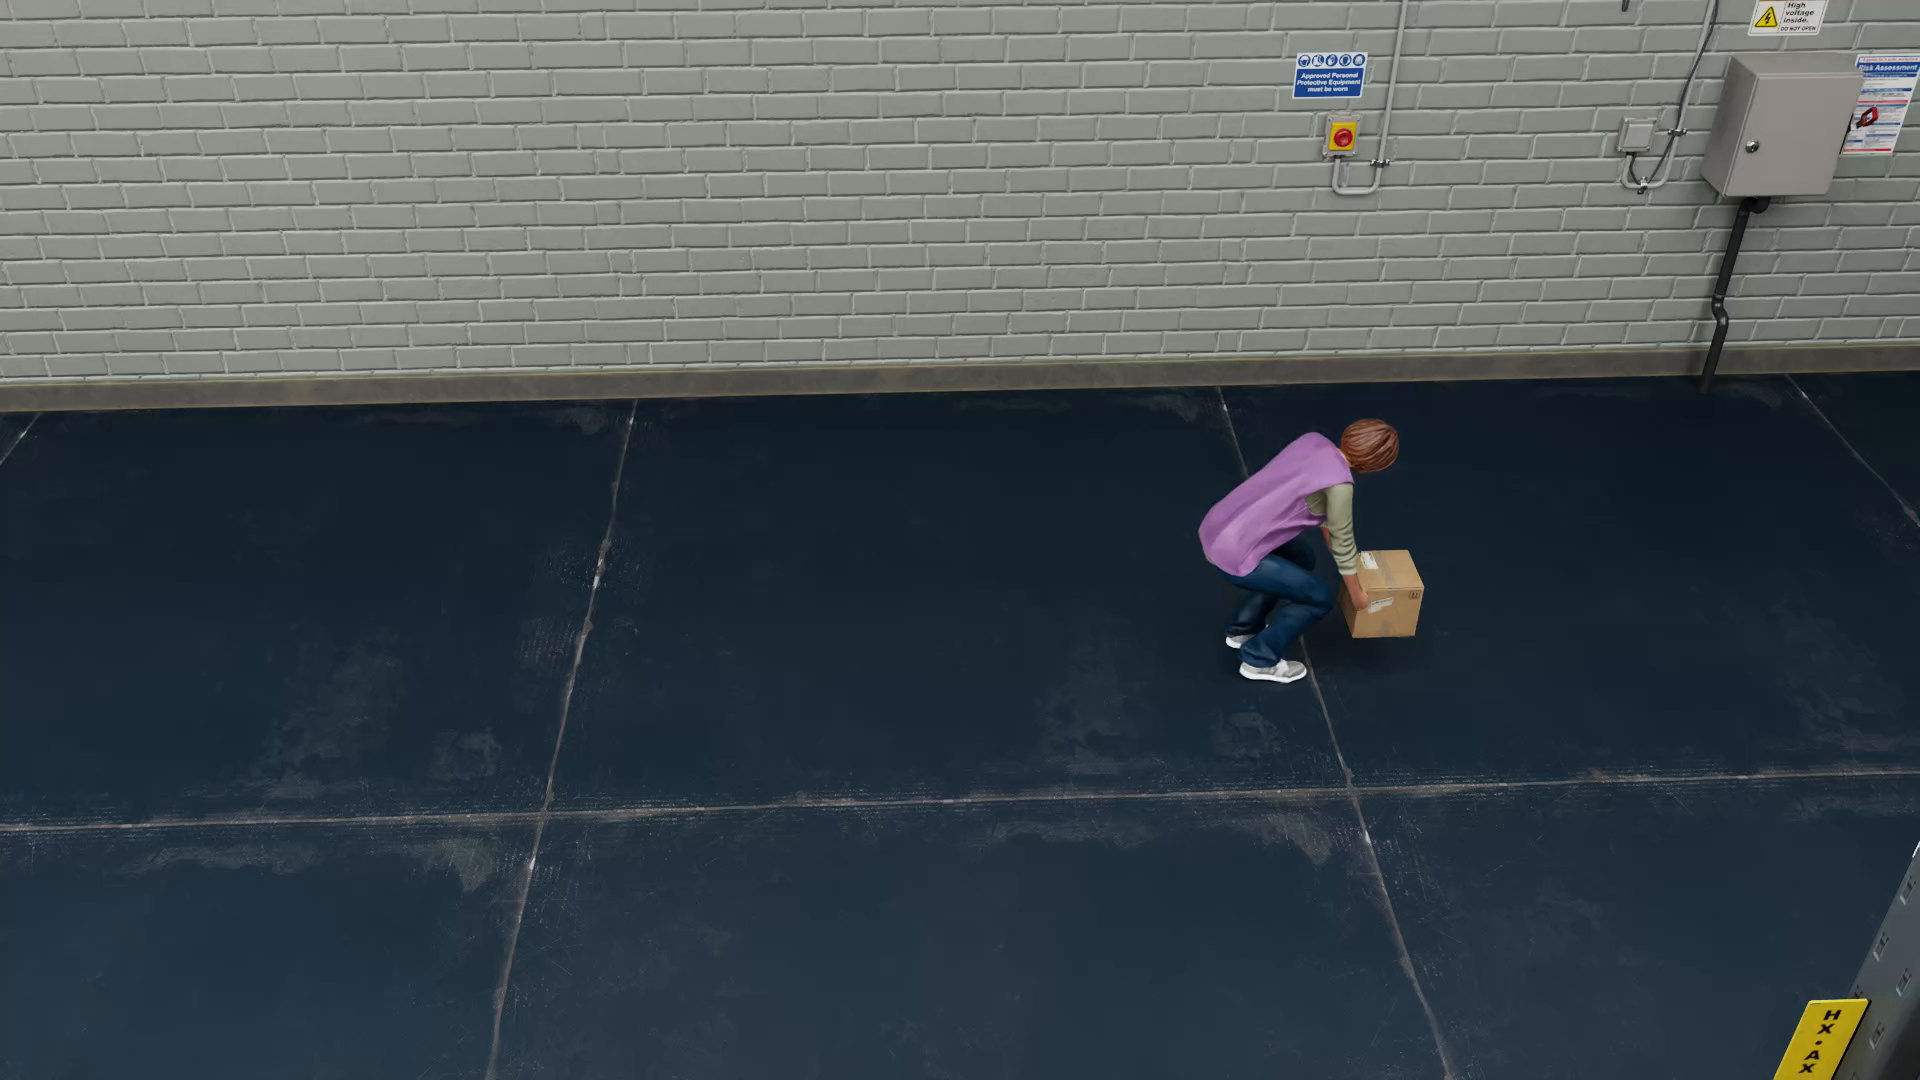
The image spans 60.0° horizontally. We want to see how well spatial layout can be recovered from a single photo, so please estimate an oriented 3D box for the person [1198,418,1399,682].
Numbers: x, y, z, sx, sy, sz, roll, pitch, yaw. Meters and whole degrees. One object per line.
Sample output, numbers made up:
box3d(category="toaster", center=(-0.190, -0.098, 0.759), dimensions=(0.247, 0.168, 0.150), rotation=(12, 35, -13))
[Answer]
box3d(category="person", center=(1.297, 0.028, 6.551), dimensions=(0.738, 1.094, 0.461), rotation=(-2, 36, -2))
